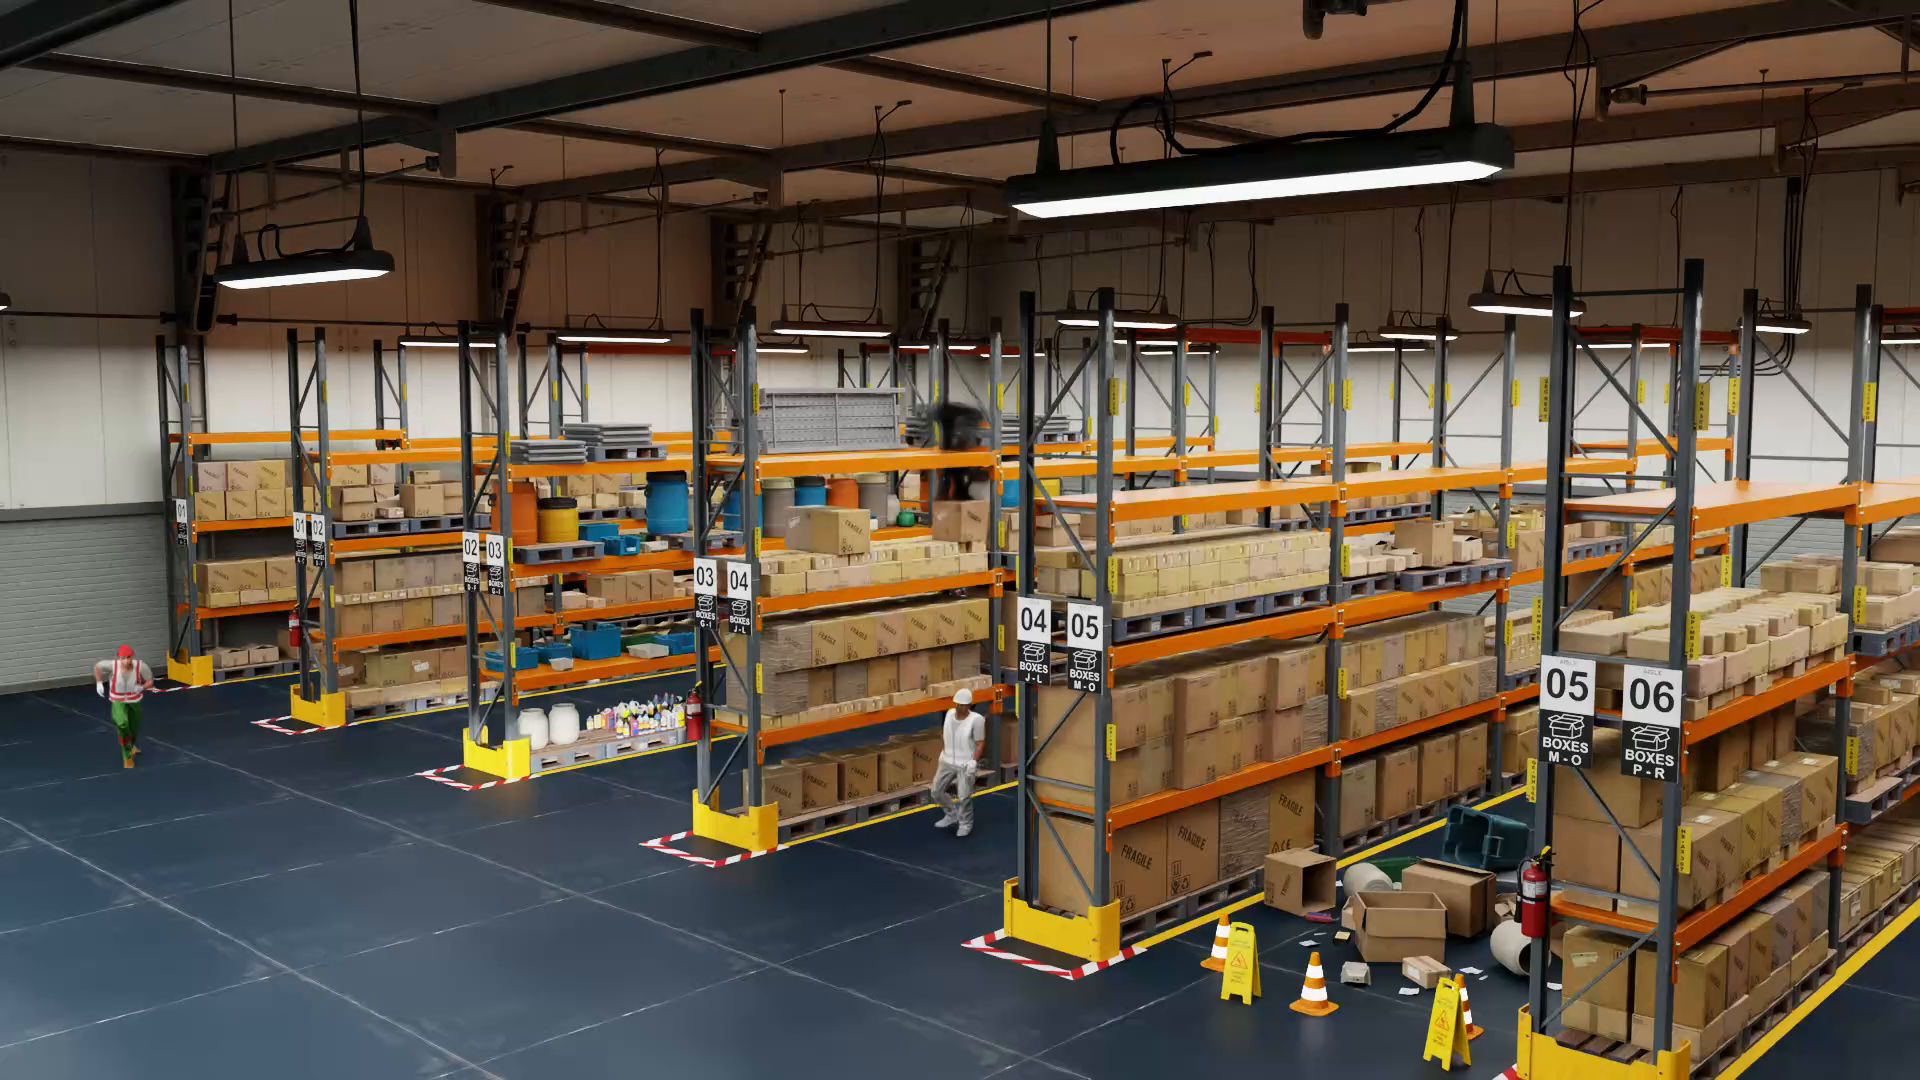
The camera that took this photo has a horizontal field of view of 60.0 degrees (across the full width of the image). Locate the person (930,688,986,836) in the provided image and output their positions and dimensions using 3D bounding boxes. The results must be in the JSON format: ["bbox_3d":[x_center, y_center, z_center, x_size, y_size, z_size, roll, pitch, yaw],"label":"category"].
[{"bbox_3d":[-0.041,2.525,18.785,0.739,1.730,0.645,3,6,32],"label":"person"}]

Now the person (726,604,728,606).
[{"bbox_3d":[-4.586,1.197,34.032,0.609,1.626,0.980,4,7,38],"label":"person"}]

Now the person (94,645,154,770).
[{"bbox_3d":[-11.322,2.237,22.564,0.713,1.728,1.020,-3,6,-26],"label":"person"}]

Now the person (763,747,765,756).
[{"bbox_3d":[-2.654,2.209,23.172,0.642,1.640,0.967,1,6,13],"label":"person"}]
